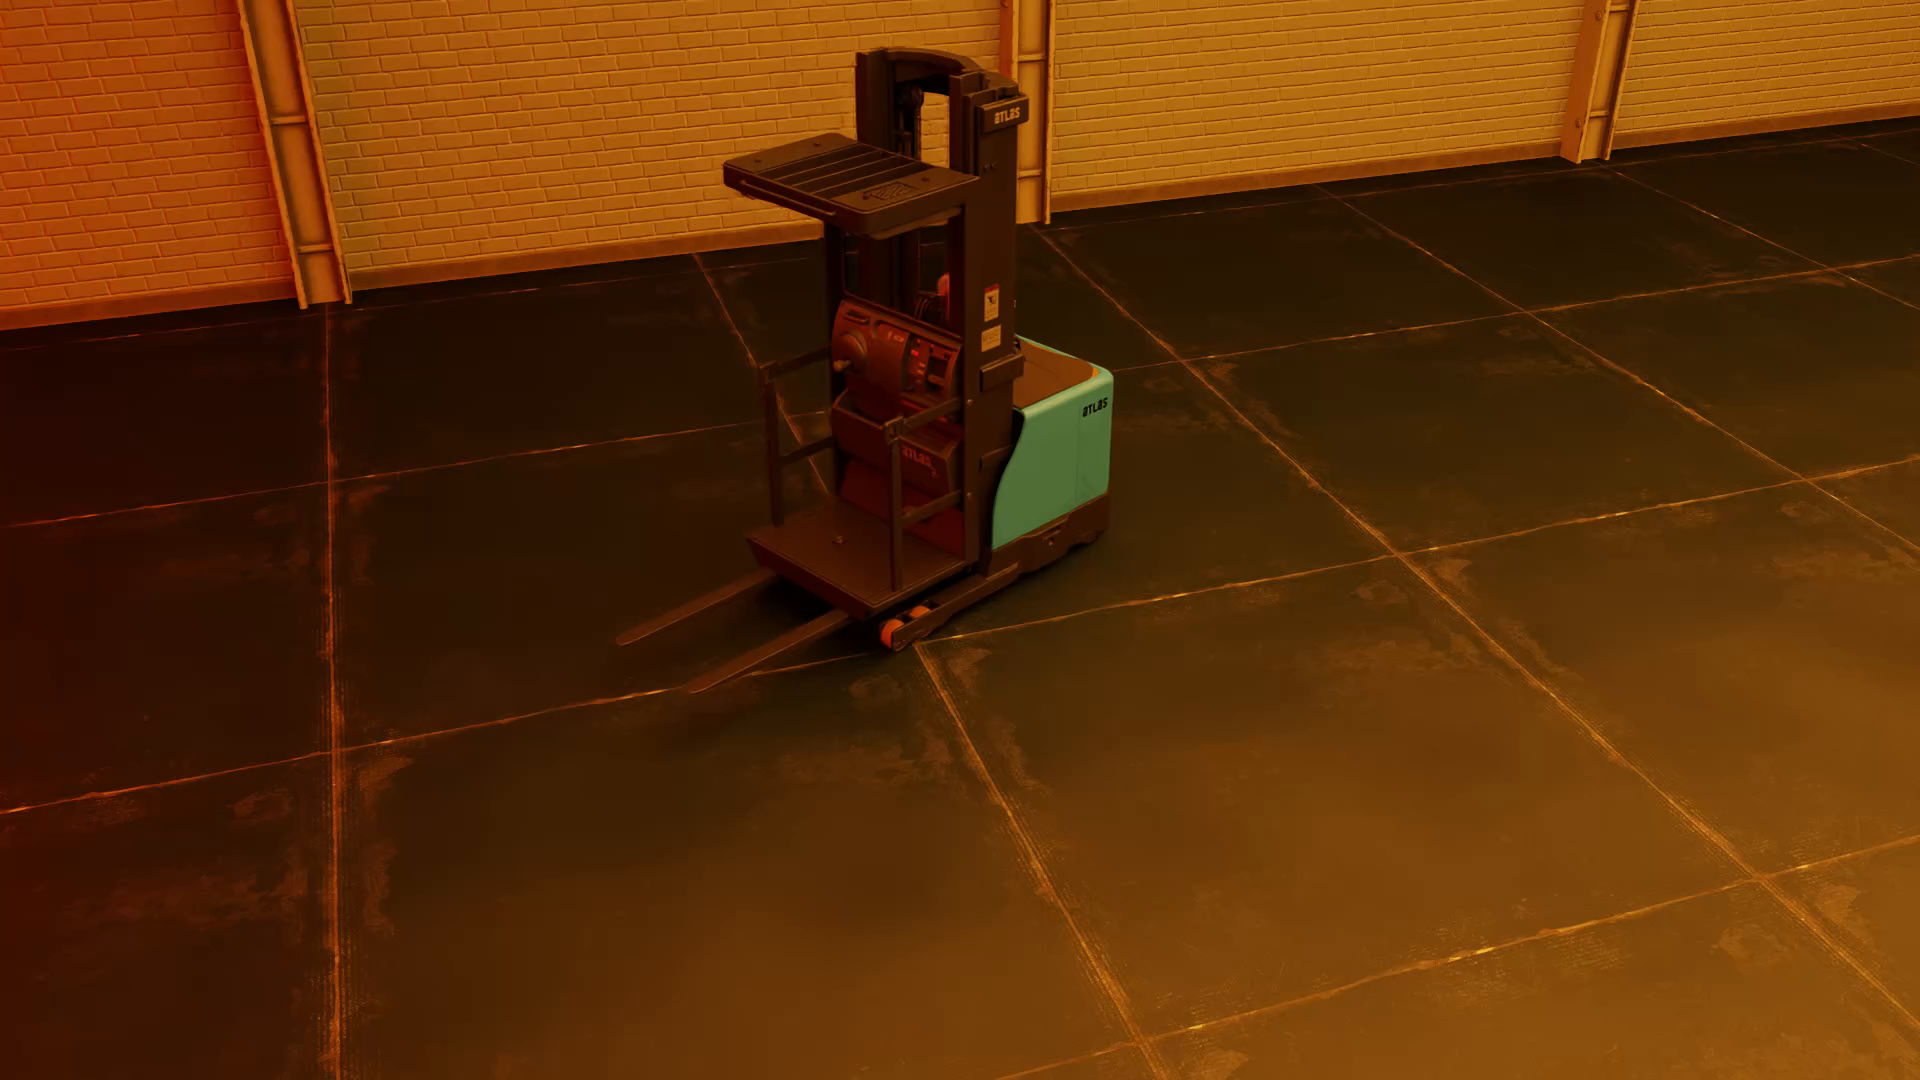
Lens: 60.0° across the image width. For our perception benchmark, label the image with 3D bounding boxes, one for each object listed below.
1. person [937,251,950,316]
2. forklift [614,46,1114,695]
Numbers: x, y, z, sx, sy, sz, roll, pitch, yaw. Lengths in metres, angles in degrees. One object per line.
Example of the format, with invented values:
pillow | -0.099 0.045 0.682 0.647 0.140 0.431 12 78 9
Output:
person | 0.087 -1.238 10.779 0.884 1.446 0.901 -2 30 -3
forklift | -0.497 -0.963 8.761 3.031 2.935 1.130 -26 39 -38
